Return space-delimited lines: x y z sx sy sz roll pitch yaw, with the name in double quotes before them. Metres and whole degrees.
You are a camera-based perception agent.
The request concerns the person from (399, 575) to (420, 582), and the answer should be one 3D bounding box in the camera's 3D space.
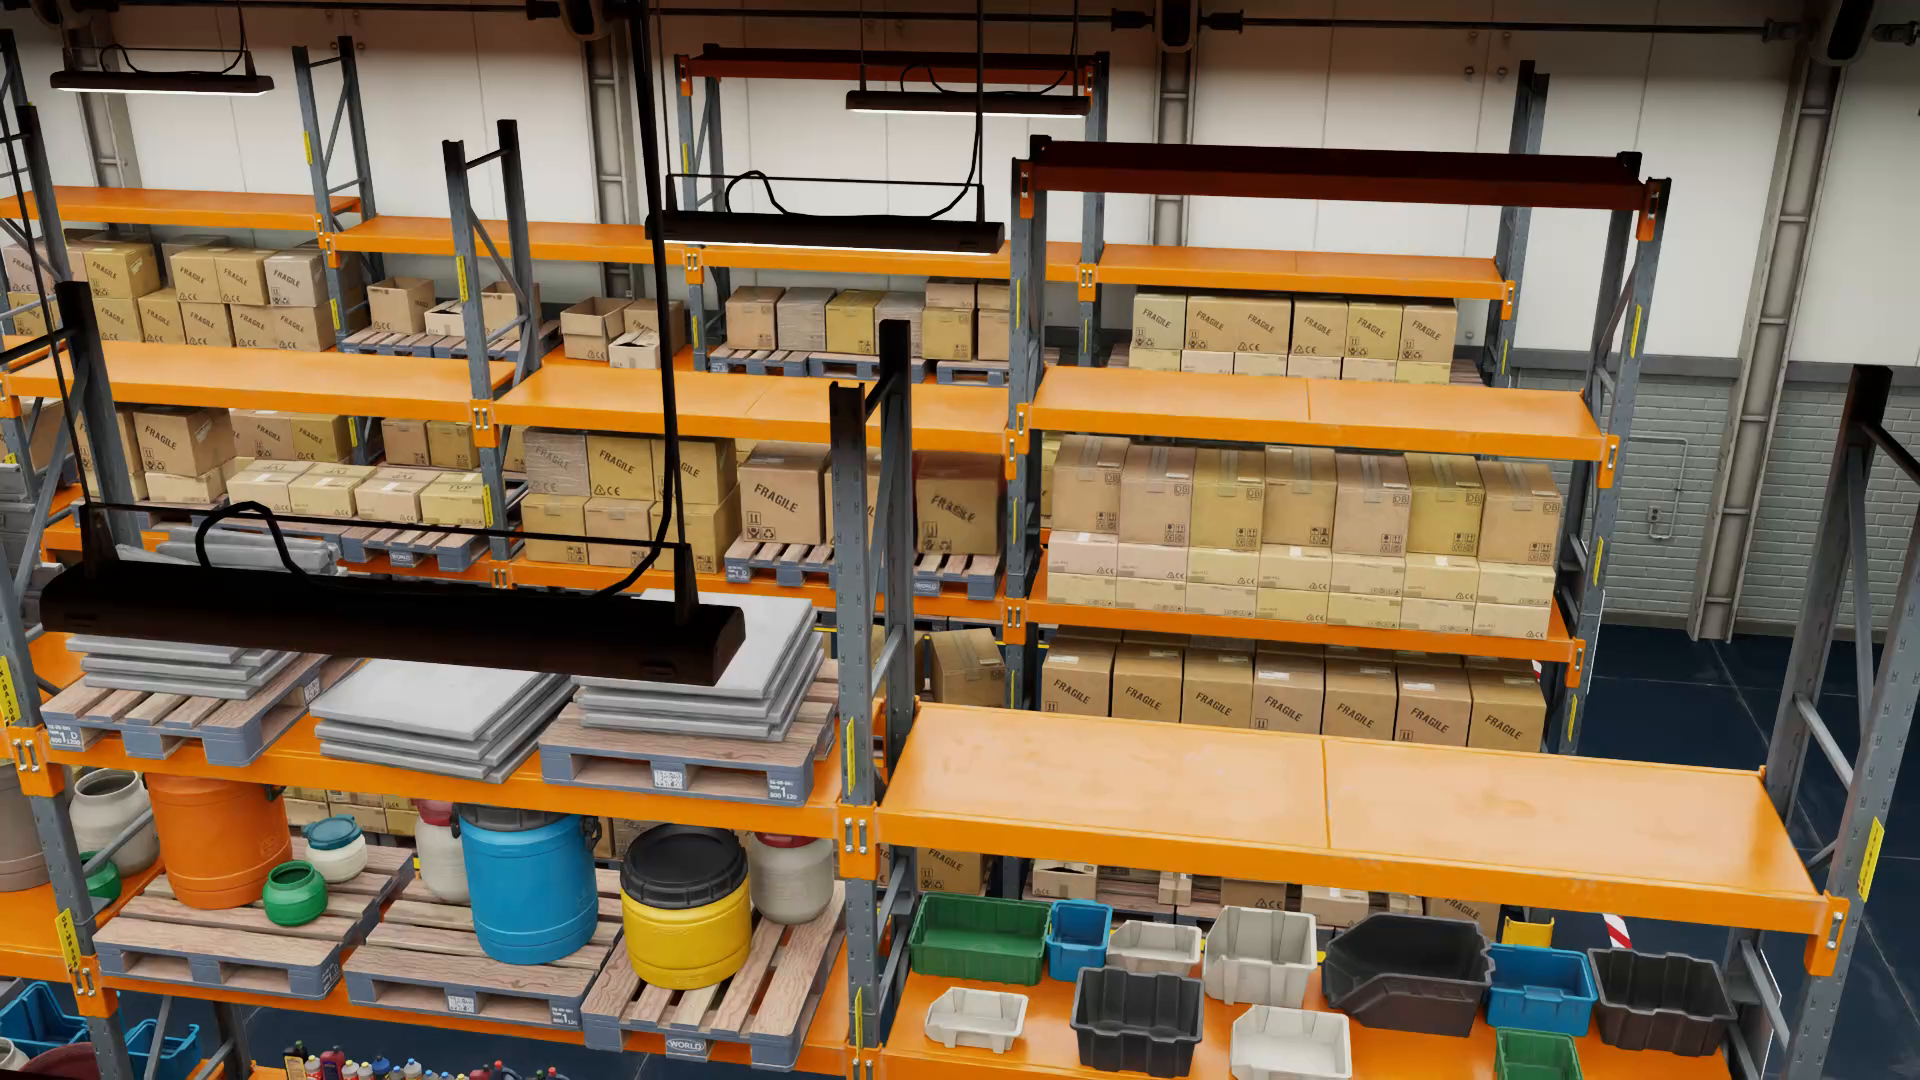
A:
"person" -5.170 1.045 15.780 0.976 1.605 0.474 -3 23 -6
